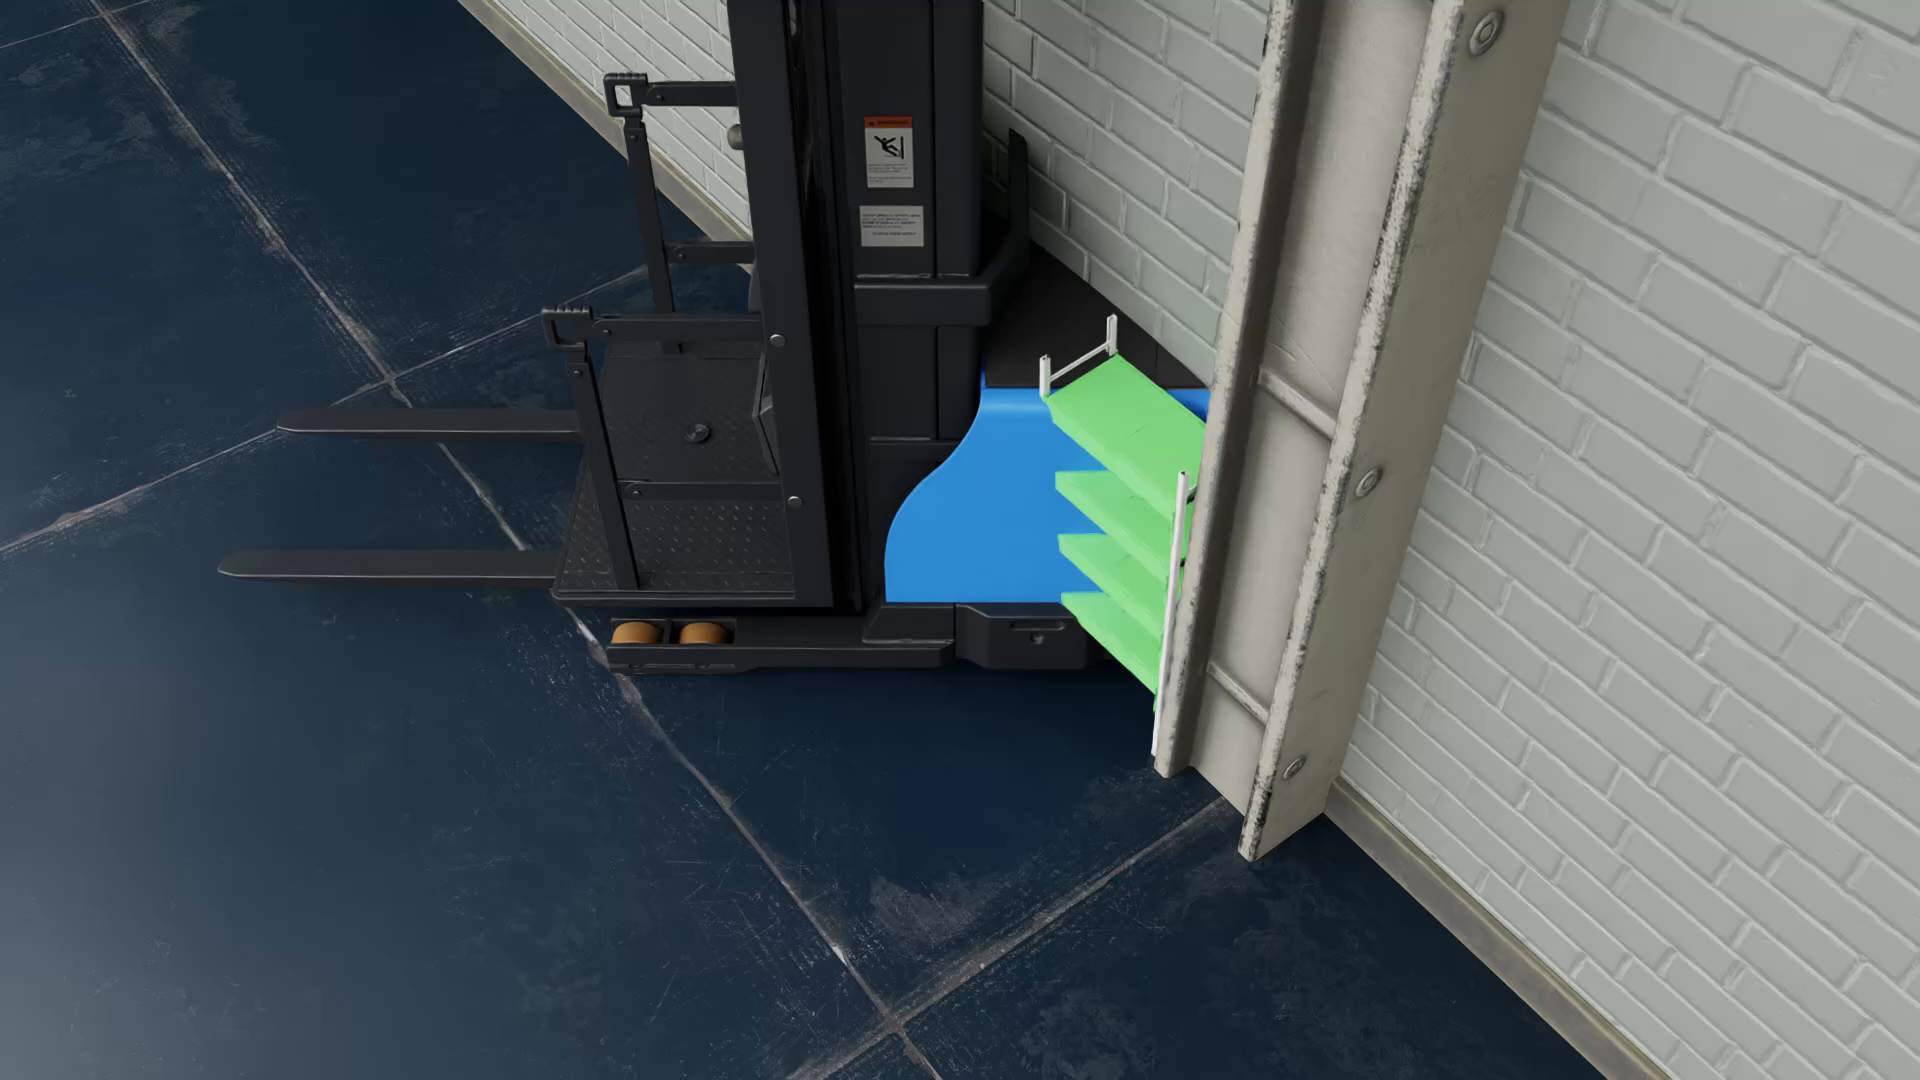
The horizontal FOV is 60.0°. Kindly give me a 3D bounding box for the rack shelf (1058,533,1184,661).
[{"bbox_3d":[0.468,0.069,4.461,0.258,0.148,0.480,-33,56,-22],"label":"rack shelf"}]

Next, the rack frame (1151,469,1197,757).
[{"bbox_3d":[0.618,0.173,4.287,0.240,1.200,0.015,-33,56,-22],"label":"rack frame"}]

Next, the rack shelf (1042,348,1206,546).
[{"bbox_3d":[0.451,-0.235,4.091,0.258,0.148,0.480,-33,56,-22],"label":"rack shelf"}]

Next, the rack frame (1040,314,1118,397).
[{"bbox_3d":[0.314,-0.115,4.537,0.240,1.200,0.015,-33,56,-22],"label":"rack frame"}]

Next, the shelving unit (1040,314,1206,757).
[{"bbox_3d":[0.466,0.029,4.412,0.258,1.200,0.503,-33,56,-22],"label":"shelving unit"}]

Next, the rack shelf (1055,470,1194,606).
[{"bbox_3d":[0.459,-0.083,4.276,0.258,0.148,0.480,-33,56,-22],"label":"rack shelf"}]

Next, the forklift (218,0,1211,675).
[{"bbox_3d":[-0.658,-0.982,4.162,3.031,2.935,1.130,0,48,0],"label":"forklift"}]

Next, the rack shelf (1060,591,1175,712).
[{"bbox_3d":[0.477,0.221,4.647,0.258,0.148,0.480,-33,56,-22],"label":"rack shelf"}]
